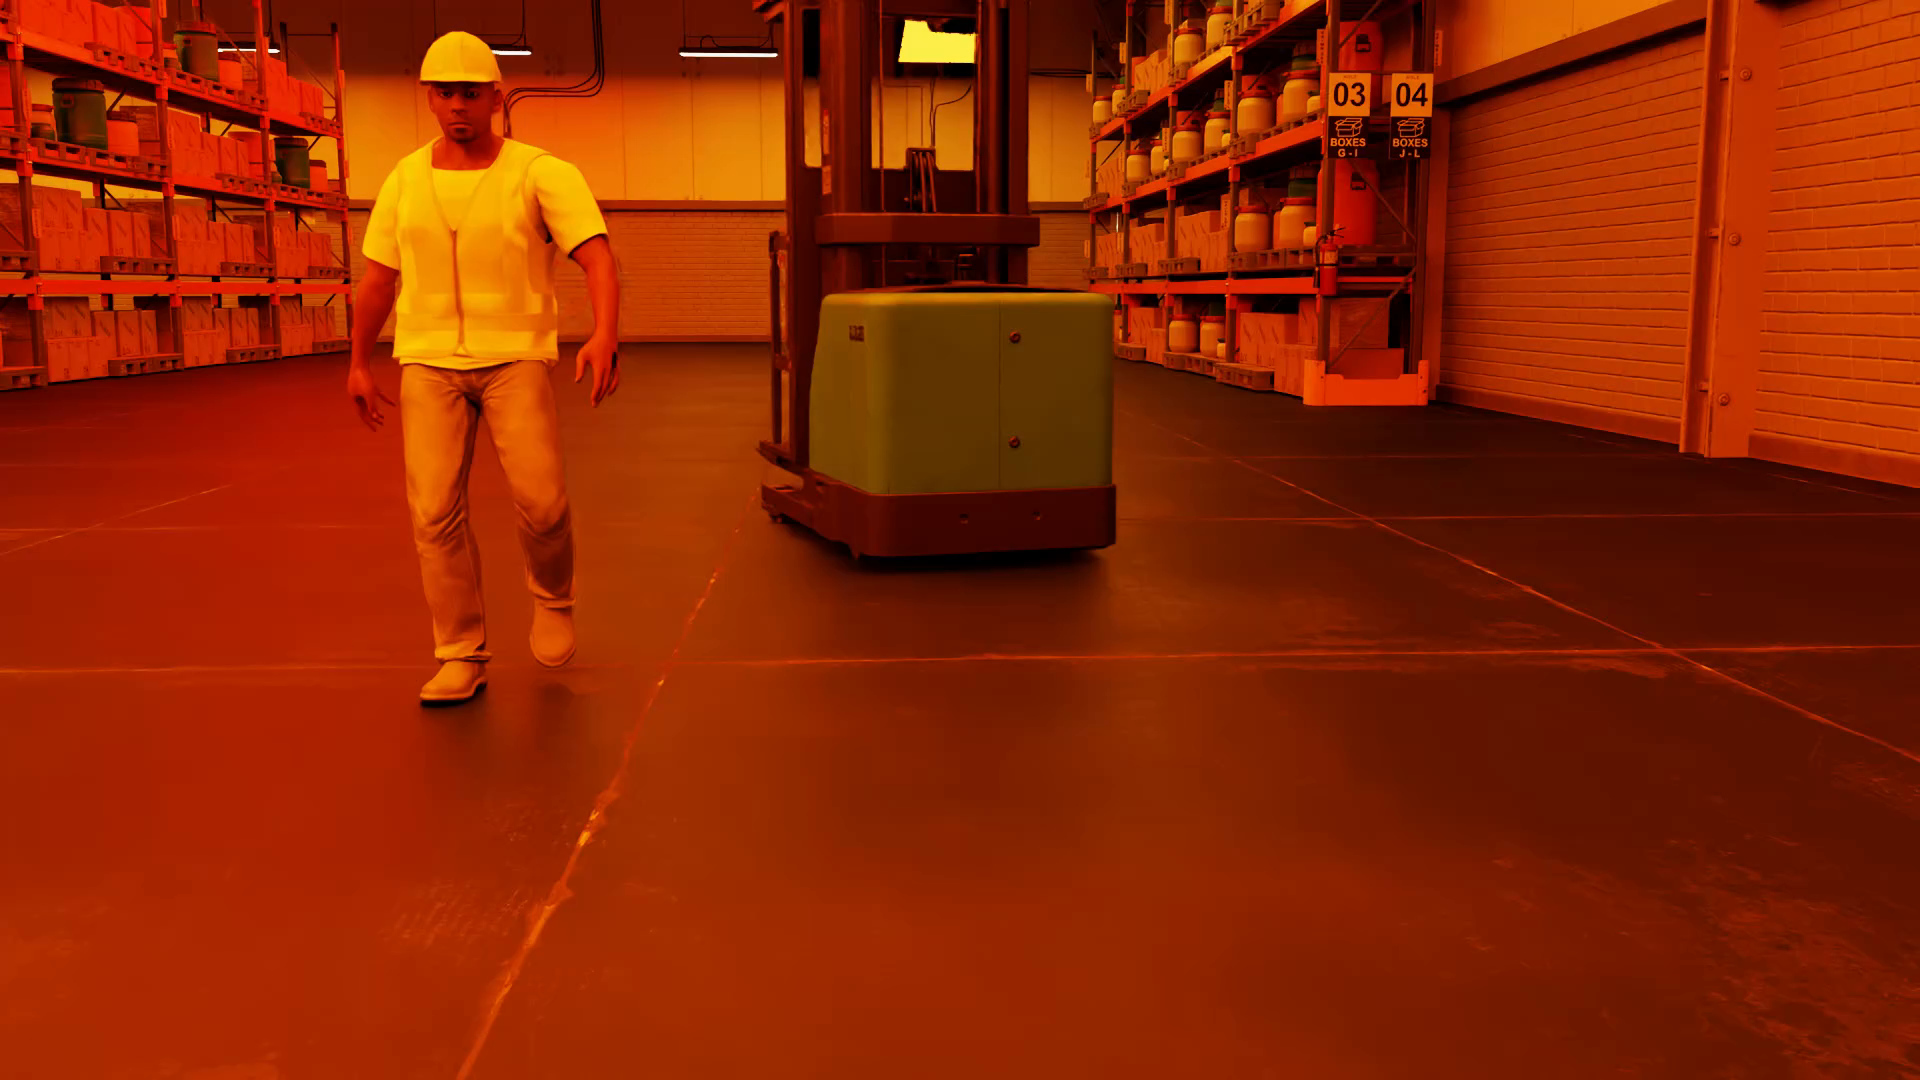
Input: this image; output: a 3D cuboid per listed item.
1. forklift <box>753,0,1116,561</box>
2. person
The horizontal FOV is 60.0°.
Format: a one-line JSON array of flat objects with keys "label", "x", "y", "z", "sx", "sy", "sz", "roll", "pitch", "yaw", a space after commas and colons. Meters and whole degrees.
[{"label": "forklift", "x": -0.323, "y": -1.544, "z": 7.727, "sx": 1.130, "sy": 2.935, "sz": 3.031, "roll": -3, "pitch": 9, "yaw": -18}, {"label": "person", "x": -1.284, "y": -0.461, "z": 4.475, "sx": 0.800, "sy": 1.747, "sz": 0.539, "roll": 0, "pitch": 8, "yaw": -2}]
